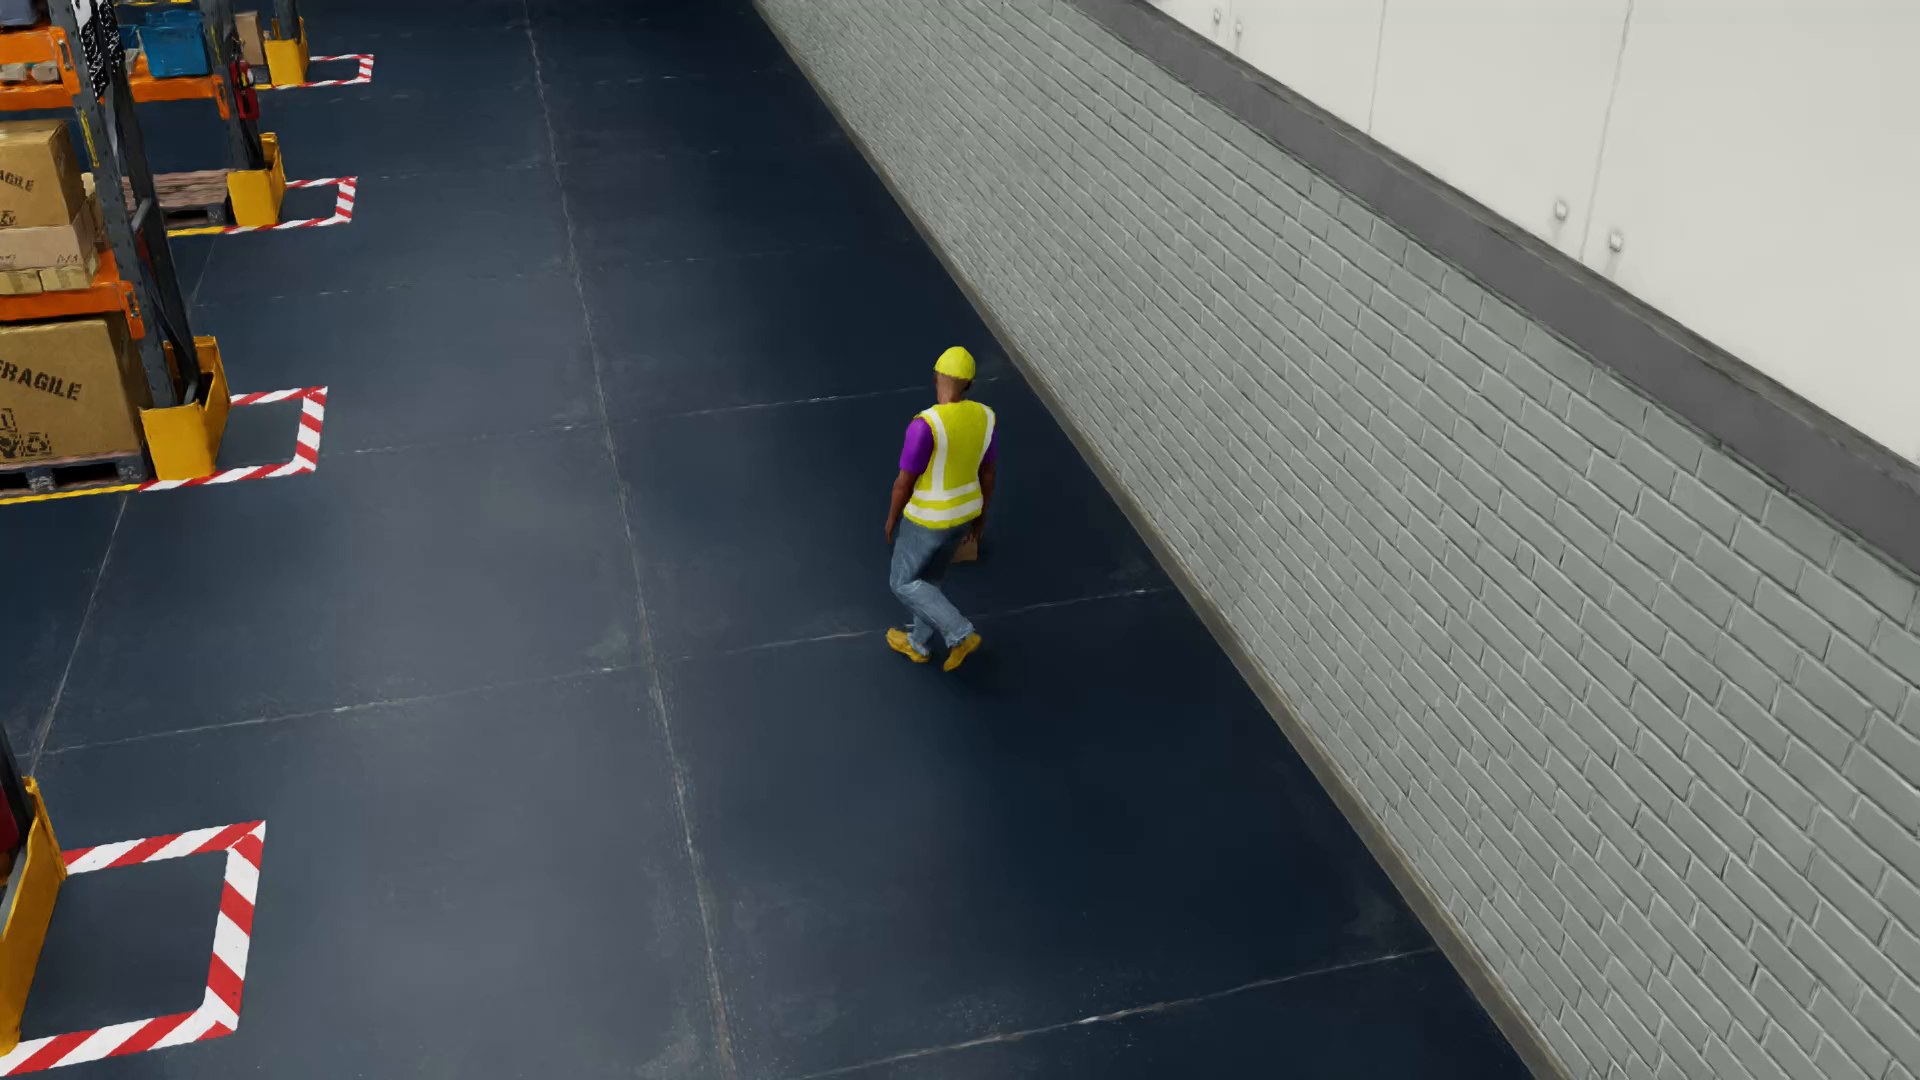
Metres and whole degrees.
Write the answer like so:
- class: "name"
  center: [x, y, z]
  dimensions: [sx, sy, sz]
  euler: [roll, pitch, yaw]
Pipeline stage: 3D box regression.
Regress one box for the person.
- class: "person"
  center: [-0.061, -0.122, 8.455]
  dimensions: [0.609, 1.745, 0.710]
  euler: [-26, 39, -38]
